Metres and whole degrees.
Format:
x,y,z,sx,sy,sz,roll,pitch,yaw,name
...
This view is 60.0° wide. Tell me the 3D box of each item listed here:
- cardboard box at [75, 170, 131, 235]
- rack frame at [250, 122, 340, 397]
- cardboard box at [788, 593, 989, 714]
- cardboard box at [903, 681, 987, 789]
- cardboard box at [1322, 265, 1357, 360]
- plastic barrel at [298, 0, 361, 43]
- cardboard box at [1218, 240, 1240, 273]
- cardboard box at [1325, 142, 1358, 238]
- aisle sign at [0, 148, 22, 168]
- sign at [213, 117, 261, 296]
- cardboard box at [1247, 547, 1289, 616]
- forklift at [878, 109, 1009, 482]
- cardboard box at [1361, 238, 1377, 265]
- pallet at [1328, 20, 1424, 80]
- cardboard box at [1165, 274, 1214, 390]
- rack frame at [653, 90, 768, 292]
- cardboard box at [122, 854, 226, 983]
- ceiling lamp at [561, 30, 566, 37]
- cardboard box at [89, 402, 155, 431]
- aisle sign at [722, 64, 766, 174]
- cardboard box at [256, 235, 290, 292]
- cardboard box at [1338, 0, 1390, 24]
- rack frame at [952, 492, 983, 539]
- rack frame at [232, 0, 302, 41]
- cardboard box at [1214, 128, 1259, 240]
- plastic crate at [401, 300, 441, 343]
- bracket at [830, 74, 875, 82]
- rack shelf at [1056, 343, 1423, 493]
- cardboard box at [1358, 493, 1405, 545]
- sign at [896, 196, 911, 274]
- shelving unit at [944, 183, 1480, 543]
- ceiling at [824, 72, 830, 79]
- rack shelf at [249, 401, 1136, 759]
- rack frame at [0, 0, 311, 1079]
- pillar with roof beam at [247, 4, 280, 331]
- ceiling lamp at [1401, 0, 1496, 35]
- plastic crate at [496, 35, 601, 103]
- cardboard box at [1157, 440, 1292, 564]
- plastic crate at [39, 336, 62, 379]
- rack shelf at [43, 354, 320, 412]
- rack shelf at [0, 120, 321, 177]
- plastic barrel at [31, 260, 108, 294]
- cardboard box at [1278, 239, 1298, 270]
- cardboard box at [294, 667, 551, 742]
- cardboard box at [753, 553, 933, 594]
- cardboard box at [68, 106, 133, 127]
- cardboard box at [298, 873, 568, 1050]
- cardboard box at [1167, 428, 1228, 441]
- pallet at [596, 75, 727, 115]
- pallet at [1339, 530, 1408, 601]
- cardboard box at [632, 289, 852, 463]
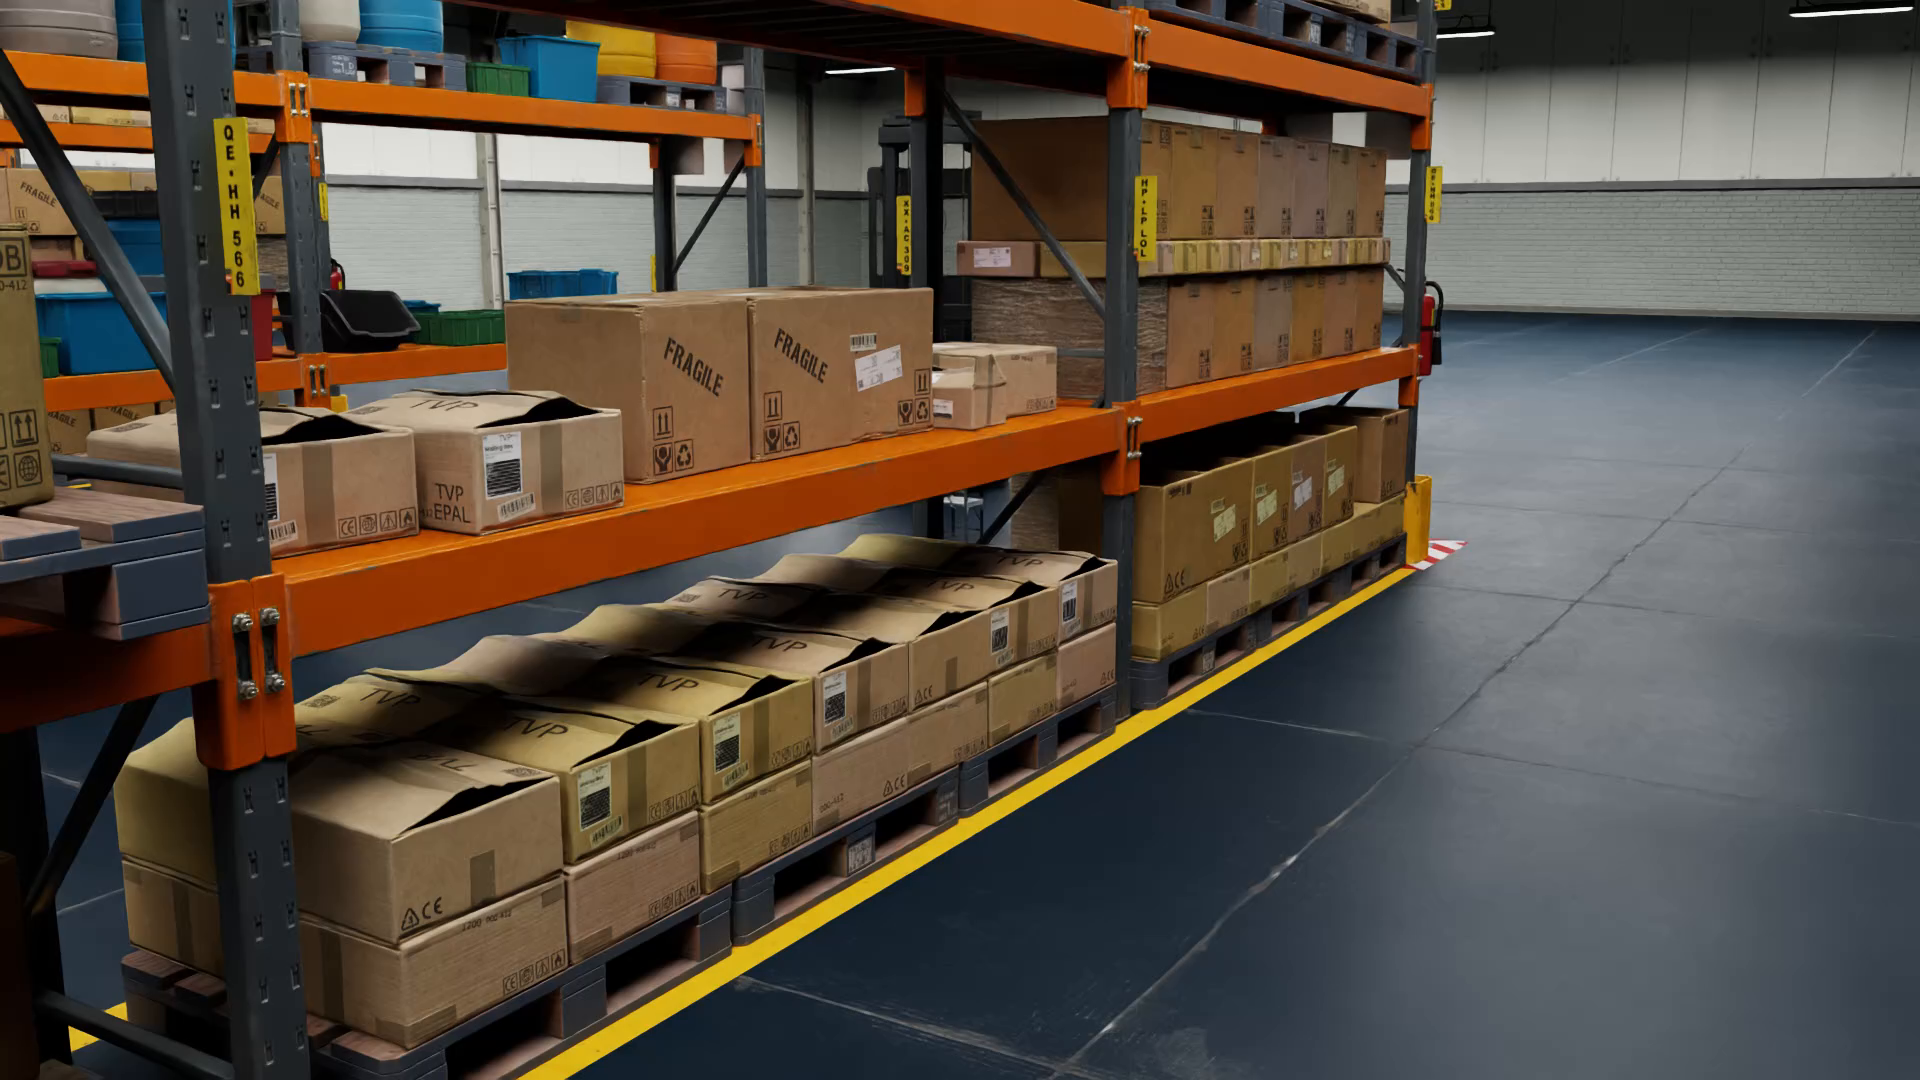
x,y,z,sx,sy,sz,roll,pitch,yaw,name
-6.995,-2.690,13.290,0.500,0.500,0.500,6,12,31,cardboard box
-6.138,-2.349,15.265,1.000,3.000,0.127,6,12,31,rack frame
-0.241,0.348,5.664,0.500,0.311,0.500,6,12,31,cardboard box
-0.247,0.625,5.710,0.500,0.250,0.500,7,13,32,cardboard box
1.805,-1.296,9.368,0.700,0.500,0.500,7,13,32,cardboard box
-3.590,-3.031,9.313,0.421,0.512,0.421,0,11,0,plastic barrel
1.085,-1.325,7.763,0.380,0.149,0.250,6,12,29,cardboard box
1.778,-1.925,9.203,0.700,0.500,0.500,6,12,29,cardboard box
-10.031,-4.099,17.548,0.394,0.787,0.004,6,12,31,aisle sign
-1.358,-0.624,3.117,0.100,0.325,0.005,6,12,31,sign
1.278,0.172,8.130,0.500,0.250,0.500,6,12,31,cardboard box
-0.231,-2.106,14.152,1.130,2.935,3.031,-1,11,-4,forklift
2.157,-1.650,9.499,0.380,0.149,0.250,7,13,32,cardboard box
1.938,-2.724,9.358,1.003,0.211,1.213,6,12,31,pallet
0.744,-0.976,7.659,0.700,0.500,0.500,6,12,30,cardboard box
-1.905,-1.876,12.737,1.000,3.000,0.127,6,12,31,rack frame
-1.762,0.895,4.267,0.500,0.250,0.500,7,13,32,cardboard box
-7.085,-11.788,33.517,2.000,3.185,0.800,6,12,31,ceiling lamp
-7.099,-1.036,13.904,0.500,0.500,0.500,8,13,36,cardboard box
-1.613,-3.137,12.407,0.394,0.787,0.004,6,12,31,aisle sign
-6.447,-2.461,14.780,0.875,0.500,0.500,6,12,31,cardboard box
1.954,-2.872,8.791,0.500,0.250,0.500,6,12,31,cardboard box
0.049,-0.457,10.864,0.240,0.900,0.006,6,12,31,rack frame
-3.981,-4.196,8.825,1.000,3.000,0.127,6,12,31,rack frame
0.997,-1.688,7.939,0.700,0.500,0.500,6,12,31,cardboard box
-3.639,-1.374,10.459,0.499,0.251,0.616,6,12,31,plastic crate
-2.965,-13.493,48.708,0.076,0.066,3.189,6,12,31,bracket
1.289,-0.734,8.592,1.077,0.370,4.000,6,12,31,rack shelf
2.301,-0.144,9.819,0.500,0.250,0.500,6,12,31,cardboard box
-0.225,-1.290,7.041,0.100,0.325,0.005,6,12,31,sign
3.863,-4.651,27.289,11.303,3.100,33.289,6,12,31,shelving unit
-4.607,-11.636,31.763,15.077,2.816,27.630,6,12,31,ceiling
-0.788,-0.105,5.232,1.077,0.370,4.000,6,12,31,rack shelf
-1.826,-0.144,3.486,1.000,3.000,0.127,6,12,31,rack frame
-10.074,-8.171,30.059,9.100,9.000,0.548,6,12,31,pillar with roof beam
9.995,-11.860,33.792,2.000,3.144,0.800,6,12,31,ceiling lamp
-2.637,-3.014,10.707,0.392,0.384,0.575,6,12,31,plastic crate
1.278,-0.197,8.061,0.500,0.500,0.500,6,12,31,cardboard box
-4.644,-0.842,7.789,0.450,0.188,0.662,6,12,31,plastic crate
-5.020,-0.579,7.763,1.077,0.370,4.000,6,12,31,rack shelf
-7.176,-3.155,13.375,1.077,0.370,4.000,6,12,31,rack shelf
-4.665,-1.184,8.673,0.433,0.535,0.433,0,11,0,plastic barrel
1.488,-1.448,8.415,0.380,0.149,0.250,6,12,30,cardboard box
-1.501,0.537,4.654,0.500,0.311,0.500,6,12,30,cardboard box
-0.442,0.216,6.371,0.500,0.311,0.500,6,12,30,cardboard box
-6.958,-3.411,13.196,0.500,0.250,0.500,6,12,30,cardboard box
-1.304,0.947,3.990,0.500,0.250,0.500,6,12,30,cardboard box
1.077,-0.327,8.756,0.500,0.500,0.500,6,12,31,cardboard box
-2.418,-3.137,11.833,1.003,0.211,1.213,6,12,31,pallet
1.966,0.093,9.799,1.003,0.211,1.213,6,12,31,pallet
-0.696,-0.541,5.337,0.500,0.500,0.500,6,12,31,cardboard box
